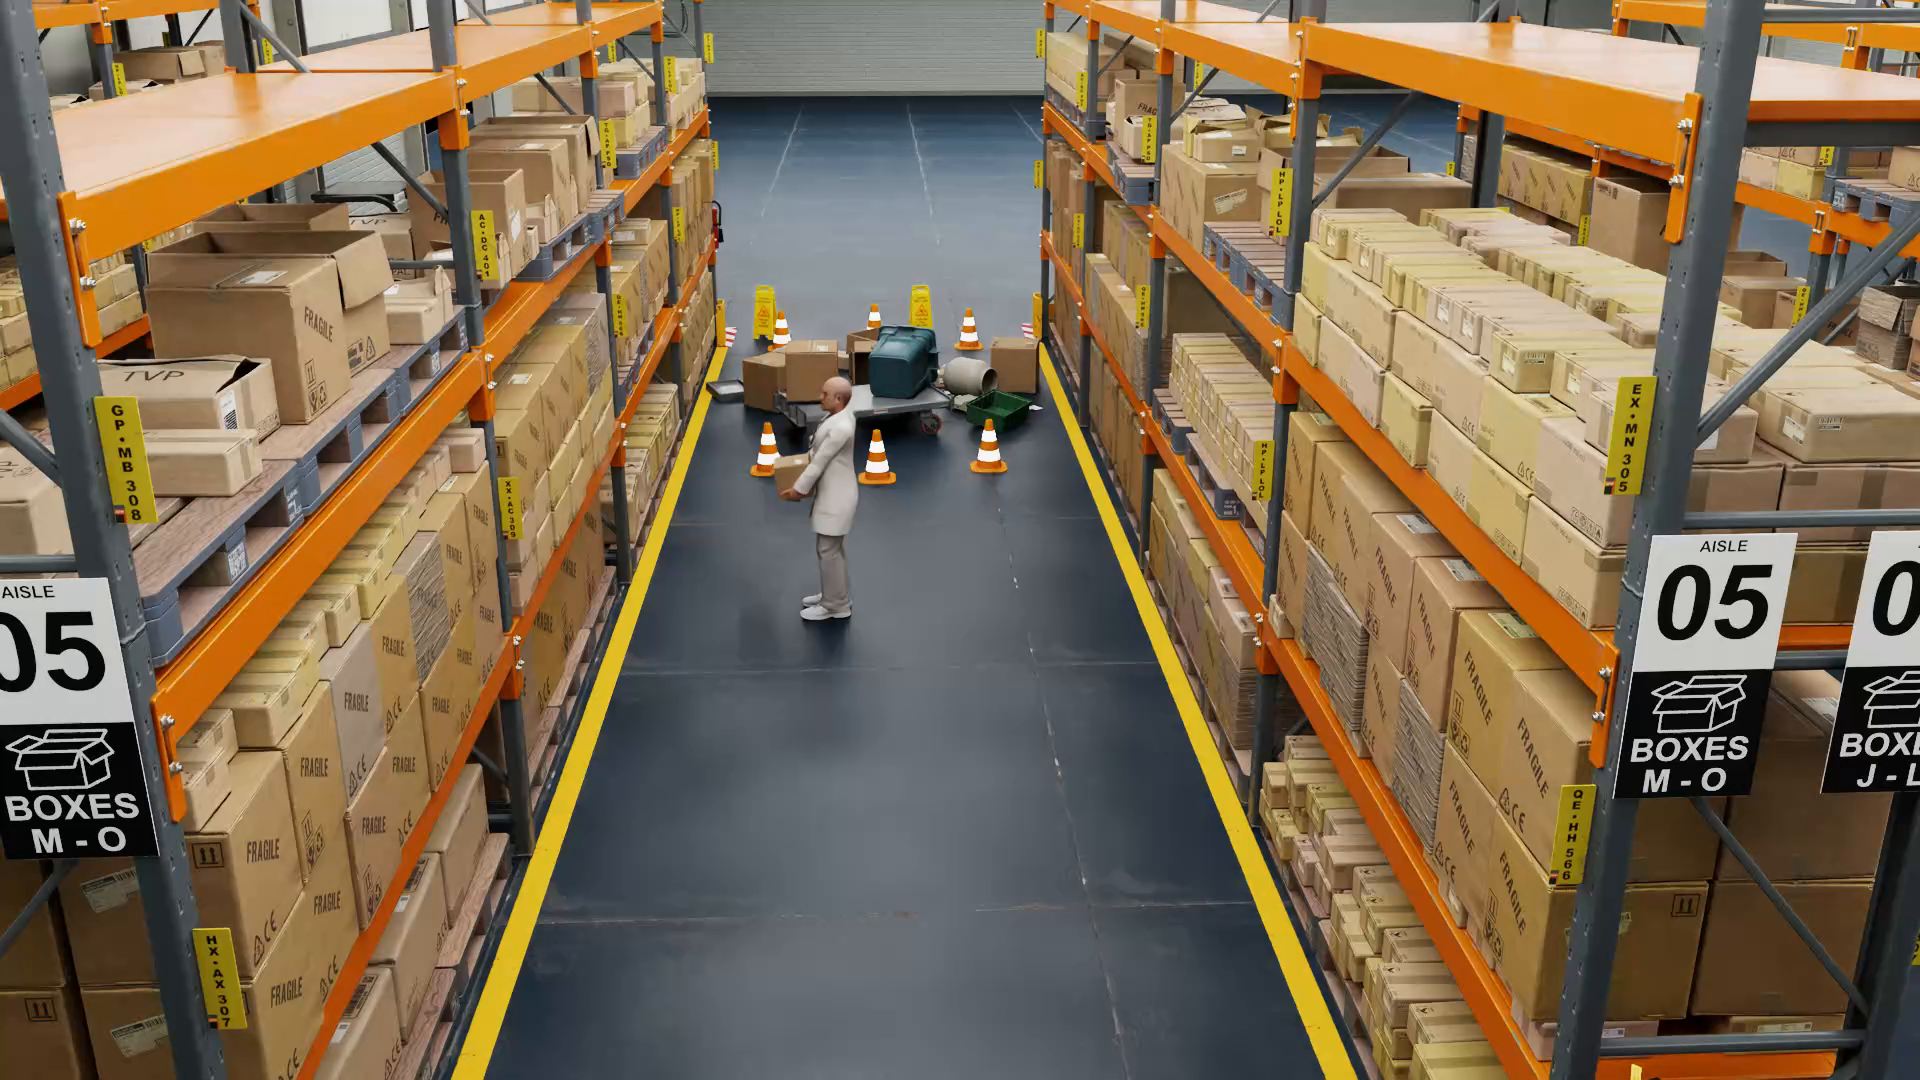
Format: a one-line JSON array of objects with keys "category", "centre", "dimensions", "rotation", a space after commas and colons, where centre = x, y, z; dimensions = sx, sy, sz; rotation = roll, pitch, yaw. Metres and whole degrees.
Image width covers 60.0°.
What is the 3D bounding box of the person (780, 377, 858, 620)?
[{"category": "person", "centre": [-1.005, -0.301, 11.925], "dimensions": [0.554, 1.779, 0.520], "rotation": [-1, 20, -3]}]
